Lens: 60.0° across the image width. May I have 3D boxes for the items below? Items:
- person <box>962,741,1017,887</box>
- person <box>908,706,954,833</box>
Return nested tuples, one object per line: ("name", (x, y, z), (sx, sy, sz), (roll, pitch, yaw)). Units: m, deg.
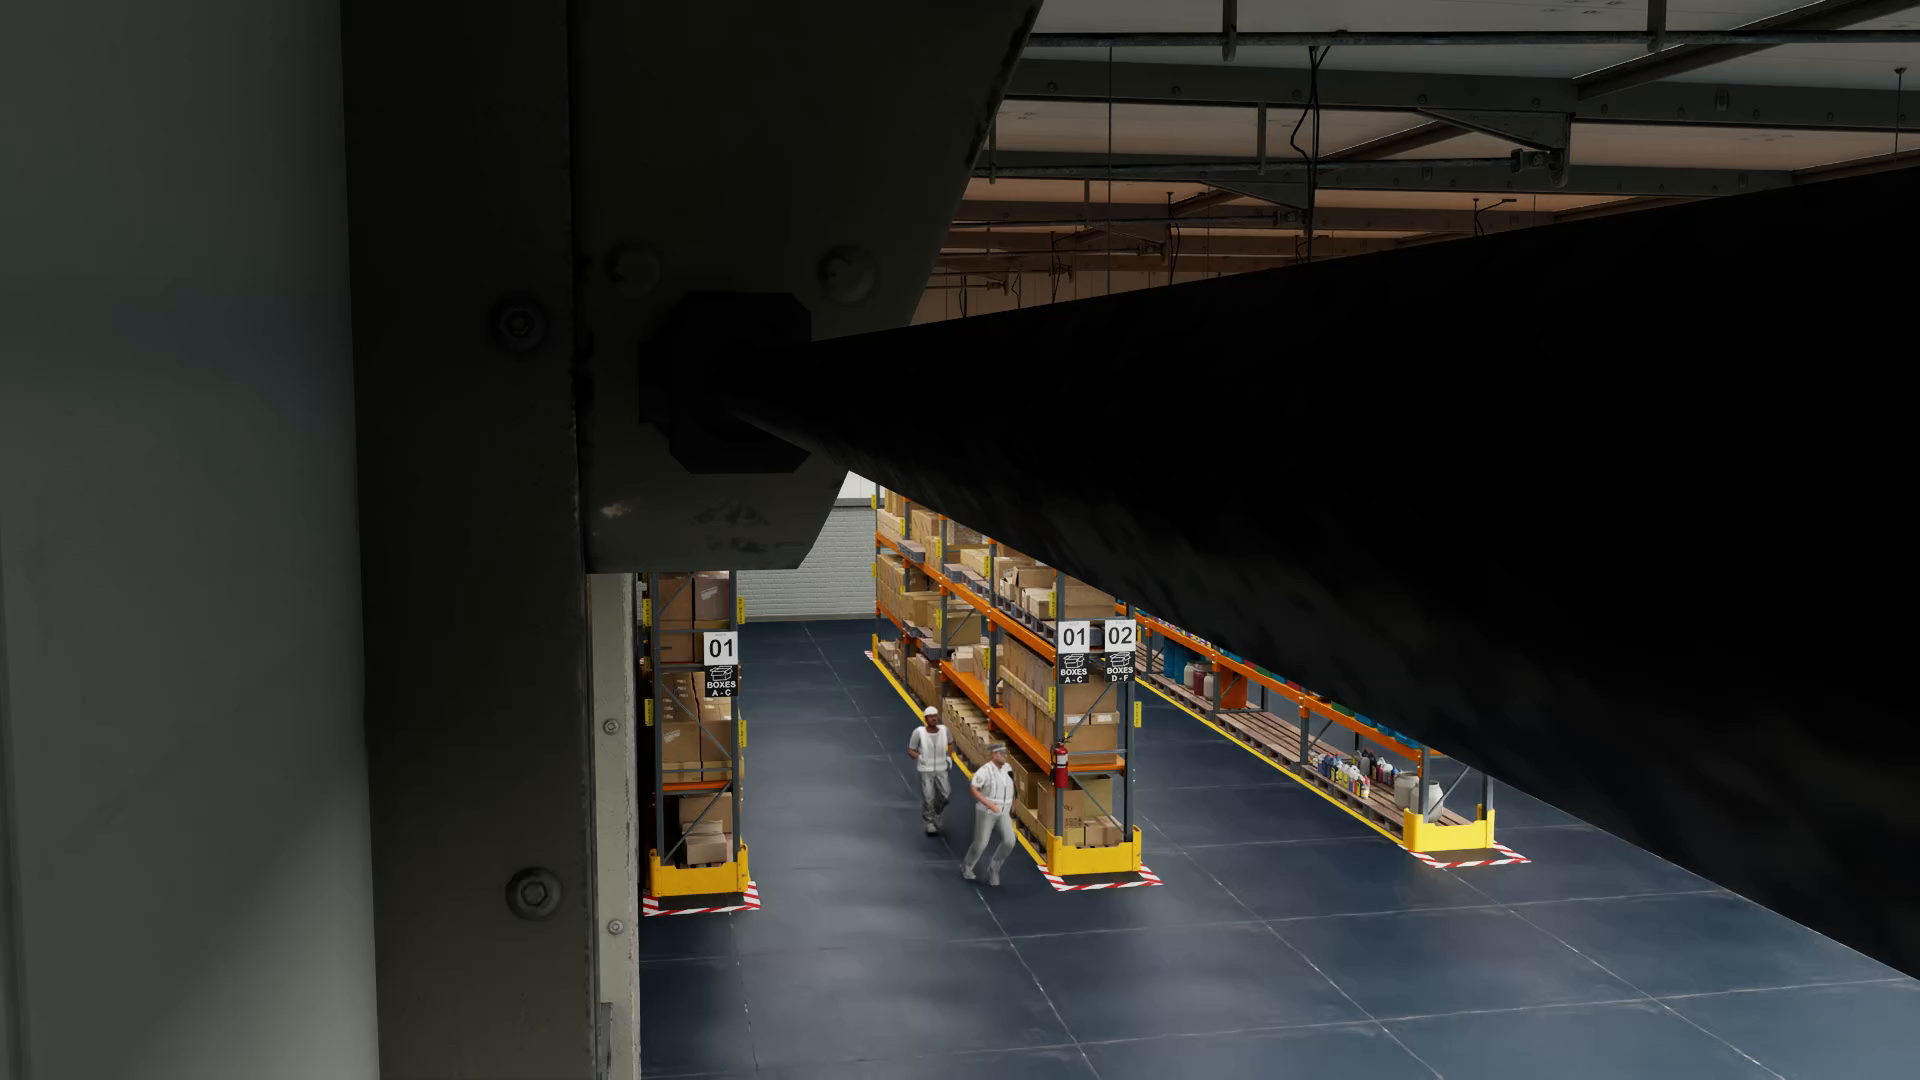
("person", (0.434, 3.373, 20.574), (0.722, 1.791, 0.668), (-4, 7, -33))
("person", (-0.353, 3.137, 22.609), (0.669, 1.737, 0.589), (-1, 6, -14))
